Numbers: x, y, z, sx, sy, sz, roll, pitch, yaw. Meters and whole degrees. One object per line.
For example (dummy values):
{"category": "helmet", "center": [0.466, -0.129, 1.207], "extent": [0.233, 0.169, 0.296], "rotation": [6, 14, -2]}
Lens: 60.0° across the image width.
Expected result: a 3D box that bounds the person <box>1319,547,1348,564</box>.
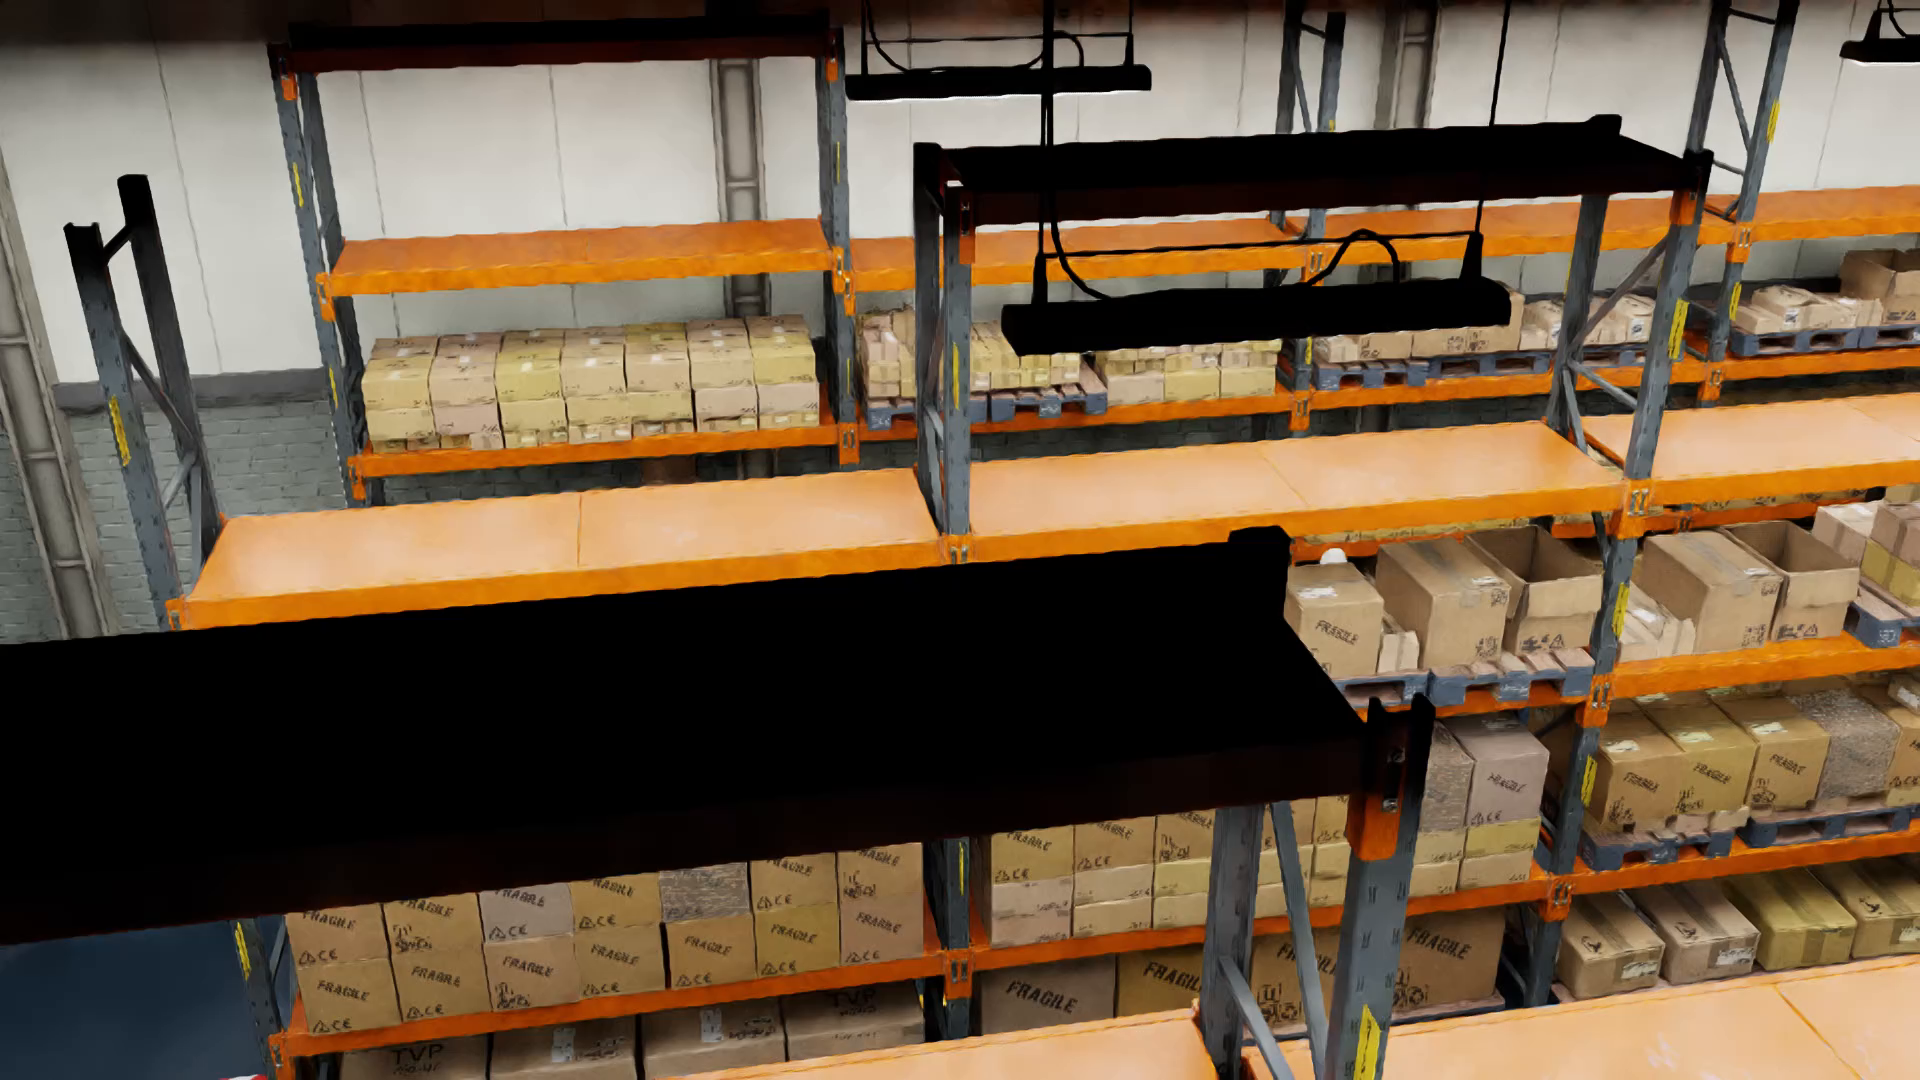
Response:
{"category": "person", "center": [3.154, 0.881, 14.415], "extent": [0.685, 1.763, 0.591], "rotation": [5, 26, 11]}
